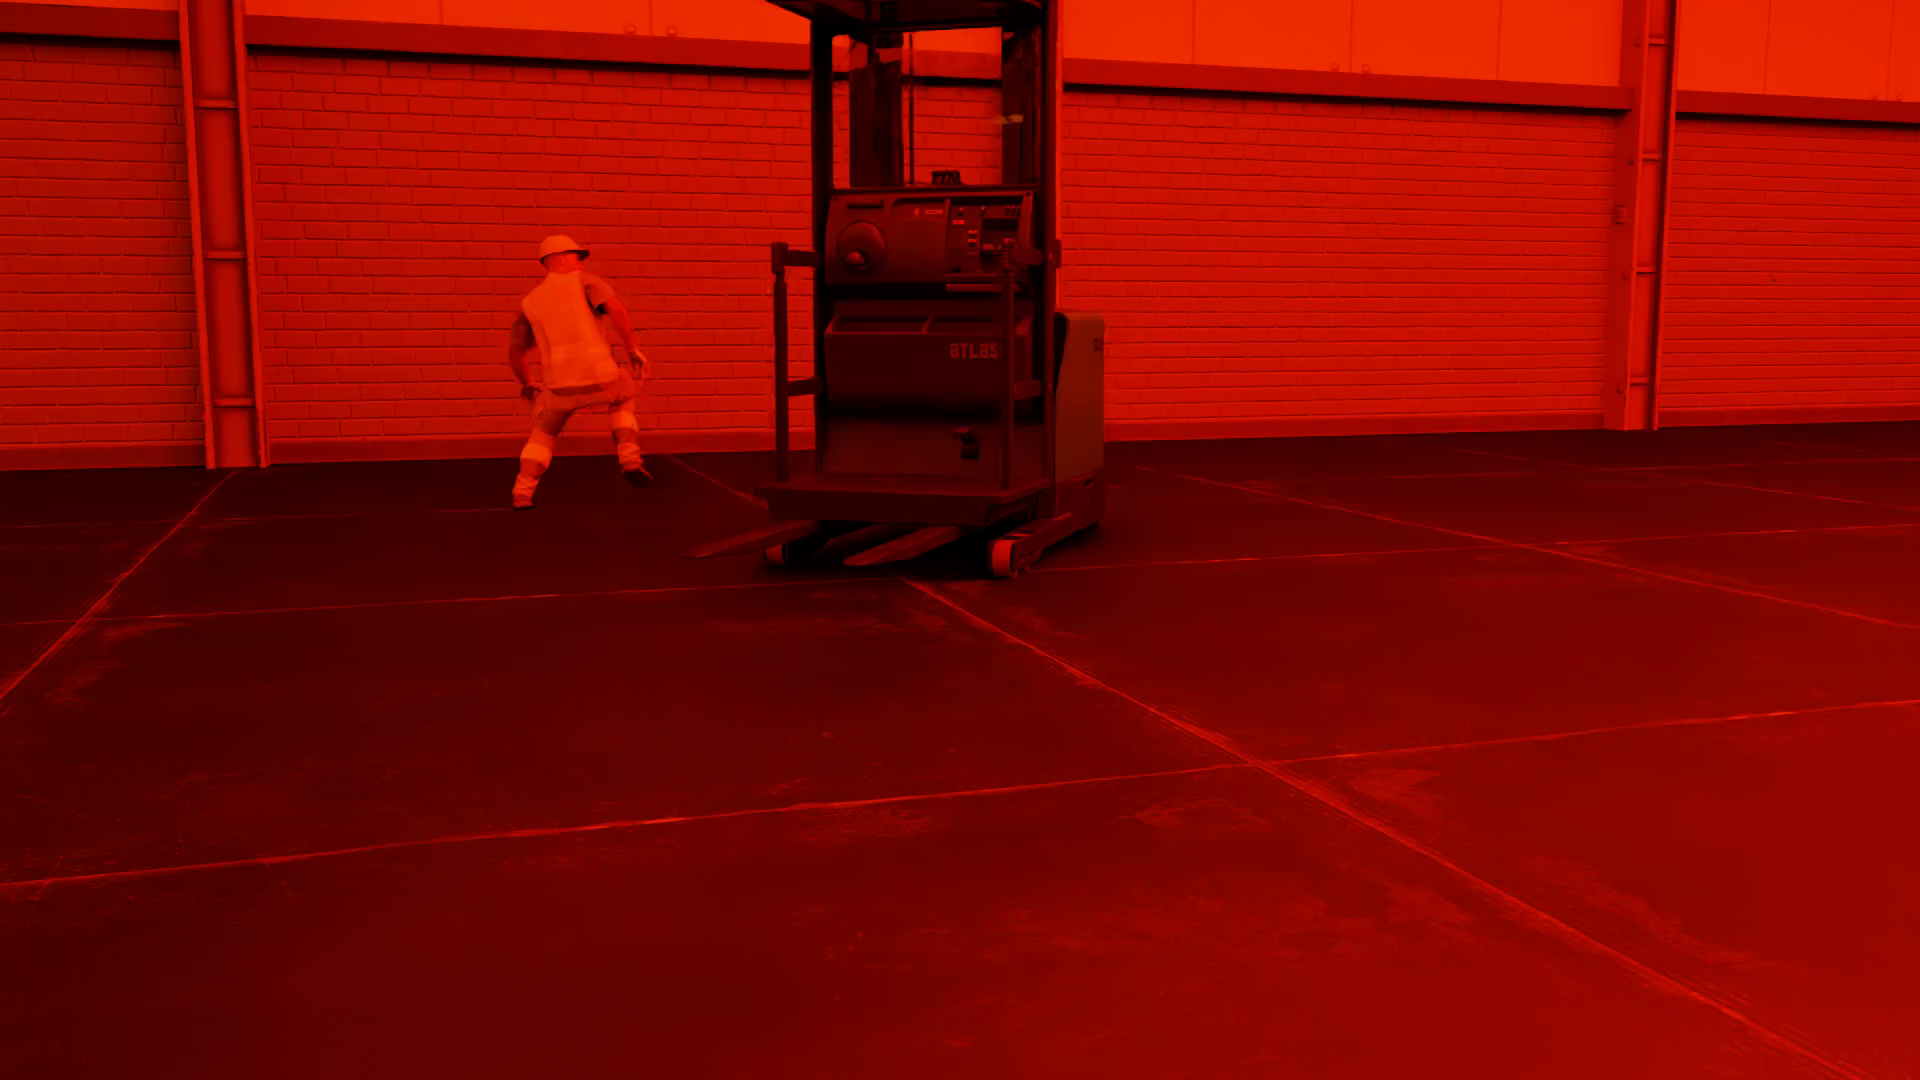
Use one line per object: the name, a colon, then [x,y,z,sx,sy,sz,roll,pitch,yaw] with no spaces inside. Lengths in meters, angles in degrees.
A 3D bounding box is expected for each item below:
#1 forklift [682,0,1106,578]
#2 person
forklift: [-0.200,-1.354,7.003,1.130,2.935,3.031,2,8,18]
person: [-2.120,-0.926,9.279,0.811,1.536,0.680,0,8,-1]
